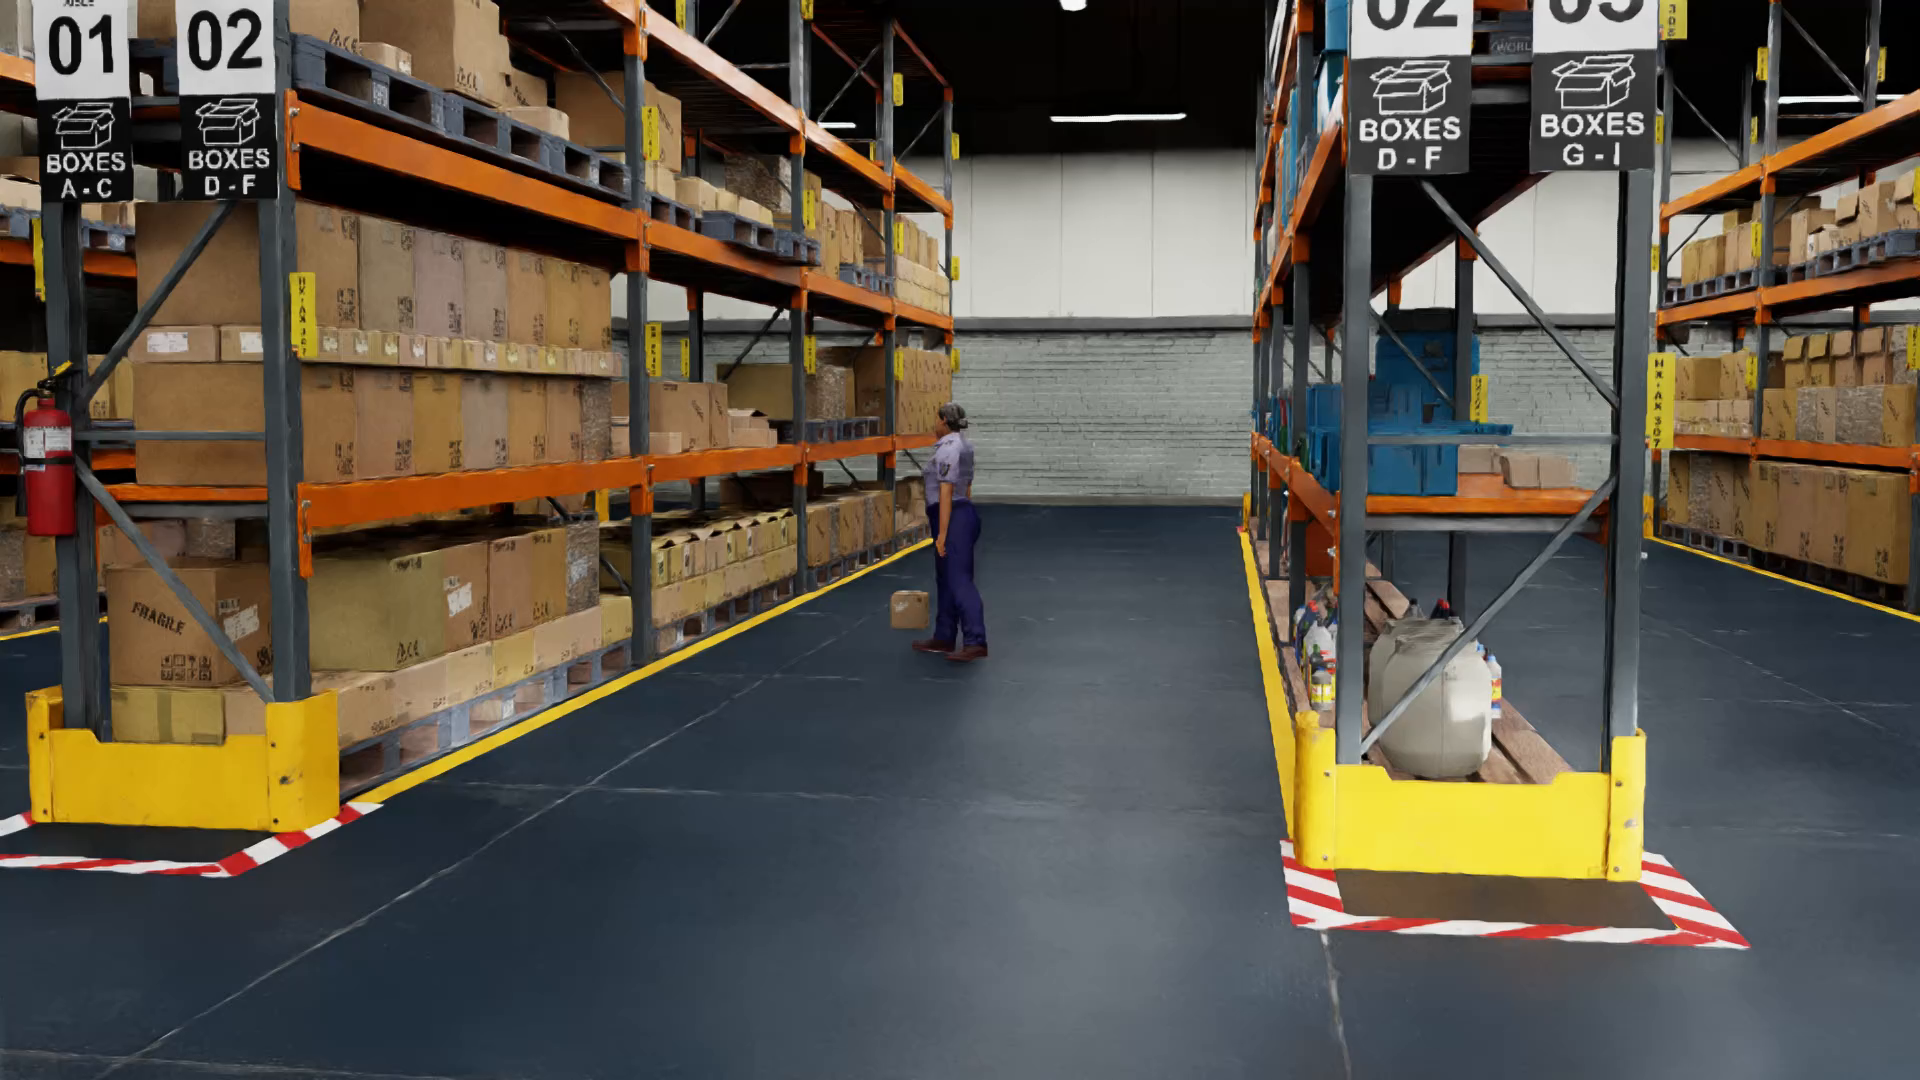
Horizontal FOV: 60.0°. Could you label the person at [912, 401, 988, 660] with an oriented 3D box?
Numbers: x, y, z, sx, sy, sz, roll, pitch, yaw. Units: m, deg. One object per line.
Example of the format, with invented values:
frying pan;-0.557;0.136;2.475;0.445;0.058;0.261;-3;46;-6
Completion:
person;-0.067;-0.076;10.760;0.571;1.636;0.671;1;5;12
